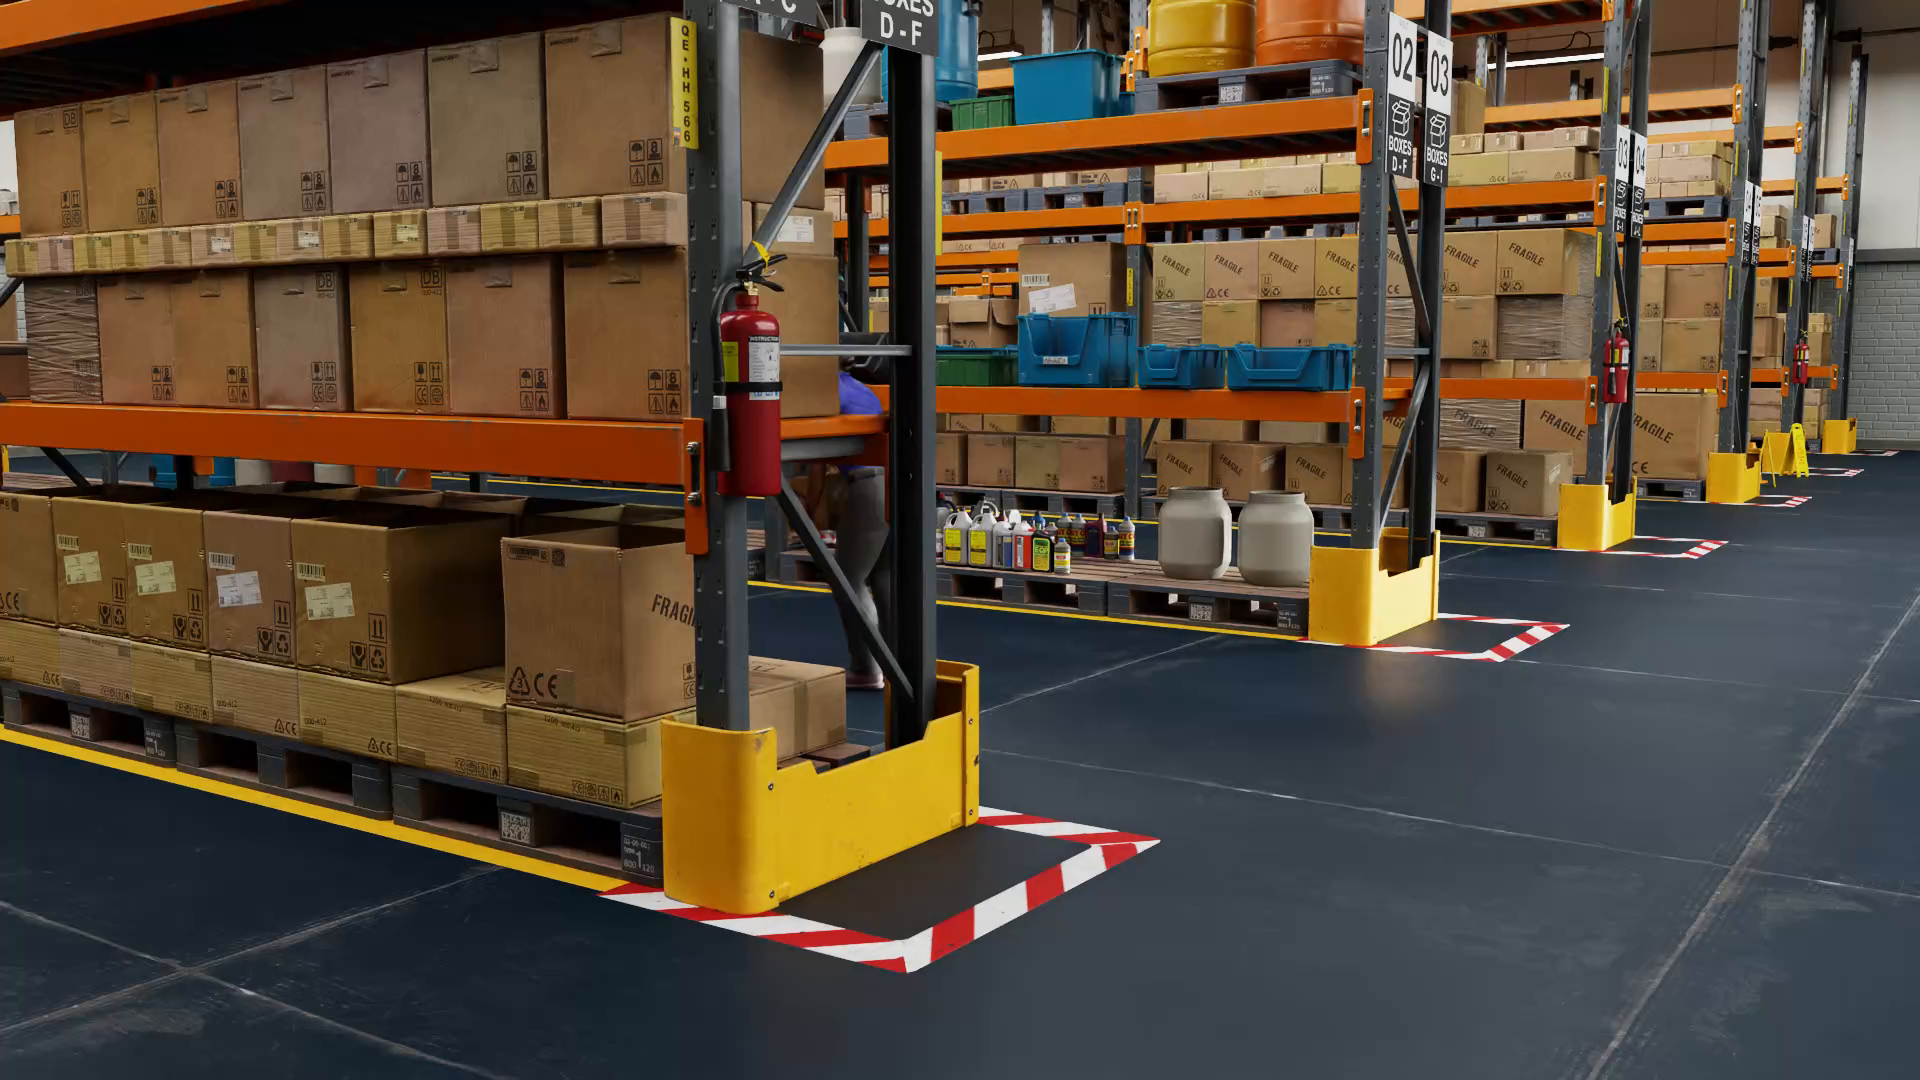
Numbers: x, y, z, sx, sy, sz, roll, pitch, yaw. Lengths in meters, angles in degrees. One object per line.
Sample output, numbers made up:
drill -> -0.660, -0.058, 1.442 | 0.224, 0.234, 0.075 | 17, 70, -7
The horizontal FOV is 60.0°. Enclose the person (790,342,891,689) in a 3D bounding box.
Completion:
person -> -0.476, -0.131, 7.540 | 0.557, 1.590, 0.410 | 4, 8, 32
